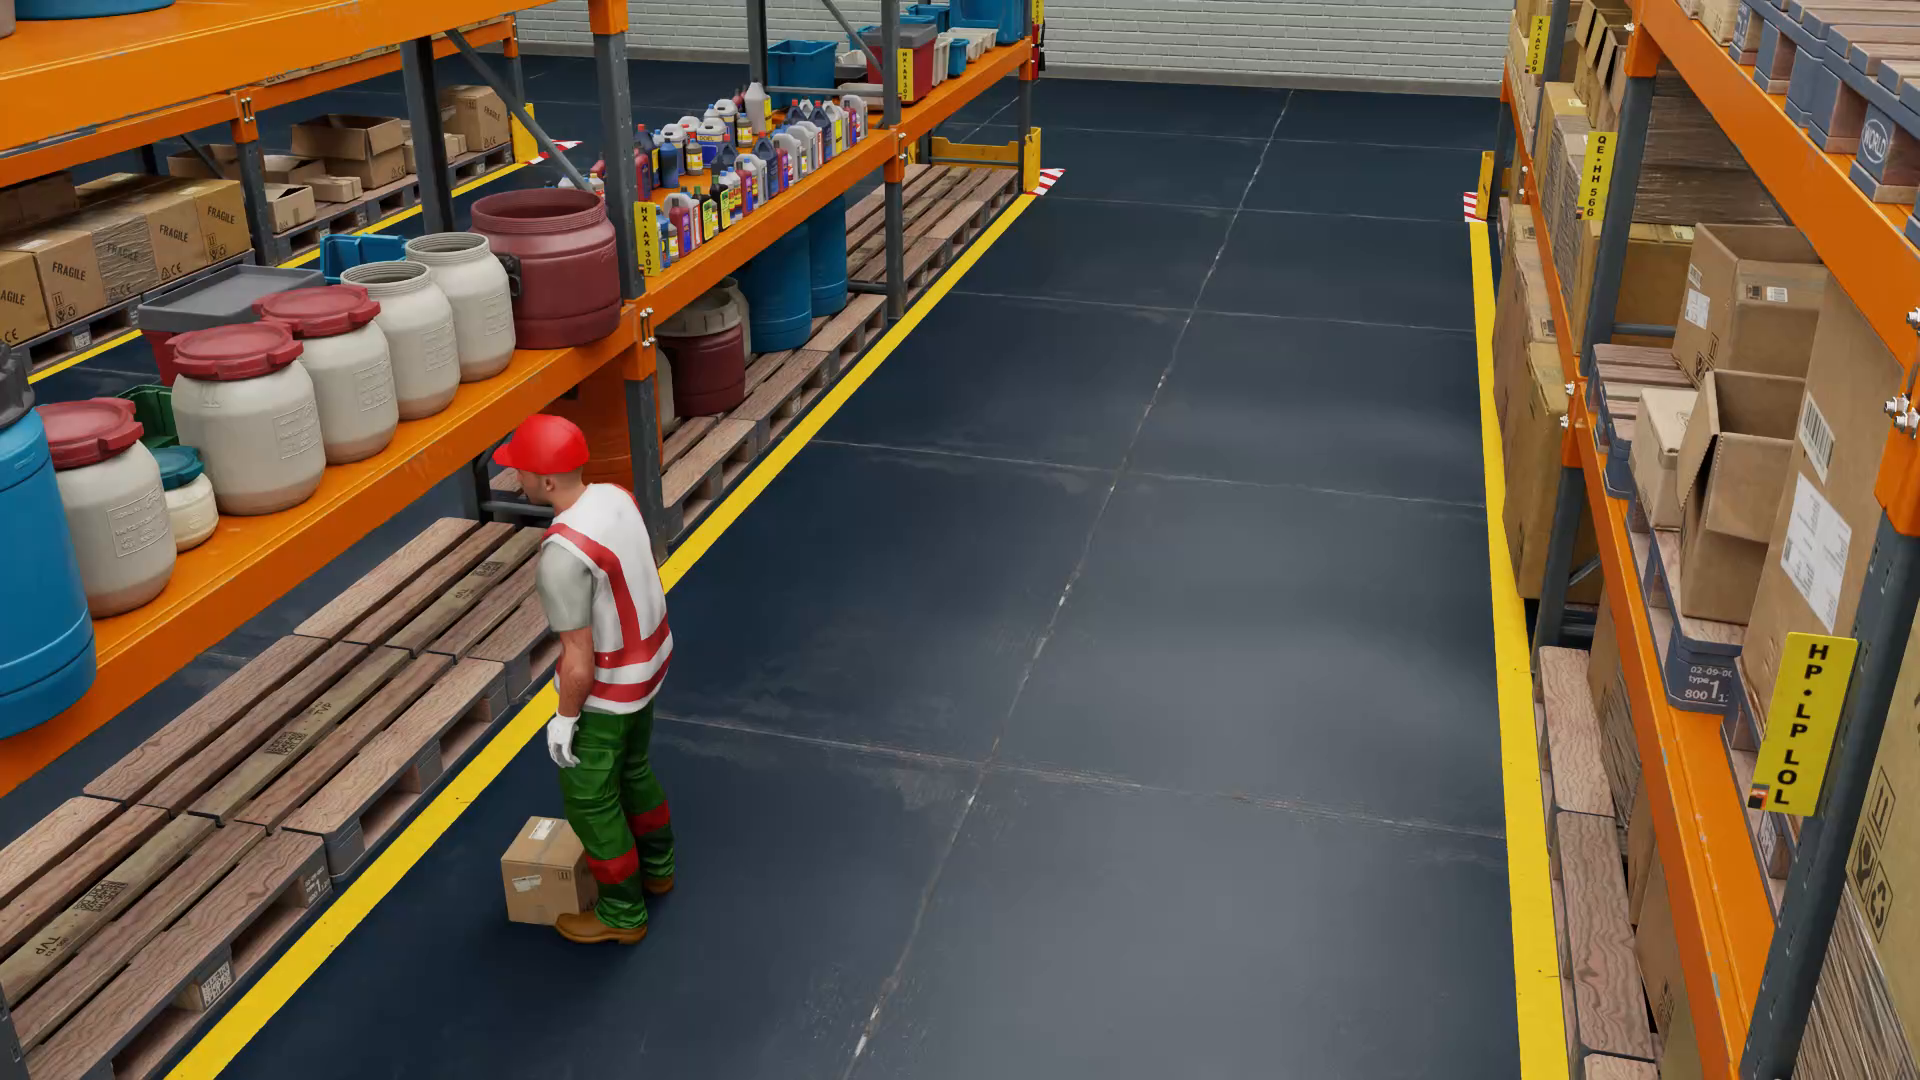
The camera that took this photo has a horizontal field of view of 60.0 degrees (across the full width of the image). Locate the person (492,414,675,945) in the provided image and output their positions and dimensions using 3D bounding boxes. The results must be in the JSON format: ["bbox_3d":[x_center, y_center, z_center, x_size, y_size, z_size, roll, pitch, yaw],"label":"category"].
[{"bbox_3d":[-1.125,0.441,5.152,0.453,1.777,0.609,5,26,10],"label":"person"}]
